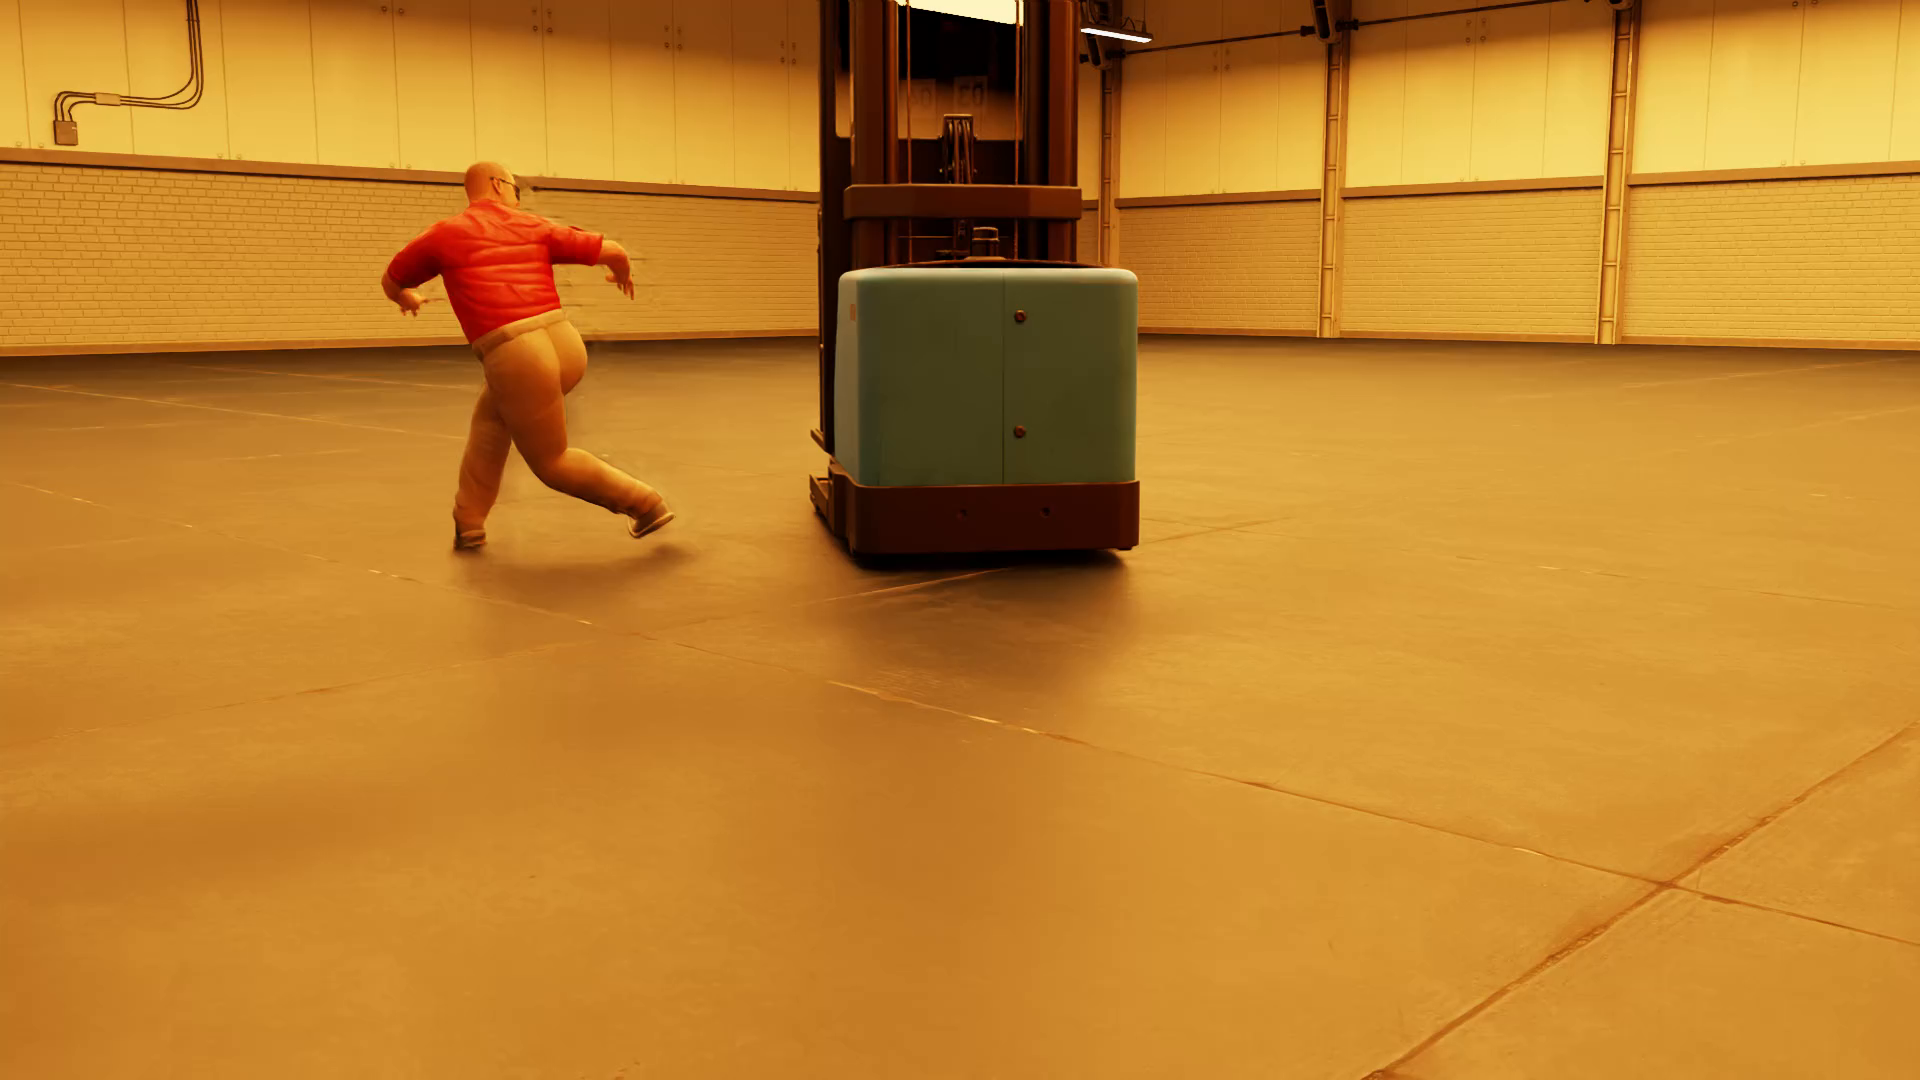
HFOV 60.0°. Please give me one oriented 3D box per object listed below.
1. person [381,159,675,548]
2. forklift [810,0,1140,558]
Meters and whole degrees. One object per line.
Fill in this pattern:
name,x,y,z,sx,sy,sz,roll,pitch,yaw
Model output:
person,-1.701,-0.705,6.522,1.099,1.526,0.950,7,11,39
forklift,-0.087,-1.560,7.236,1.130,2.935,3.031,-1,9,-9
